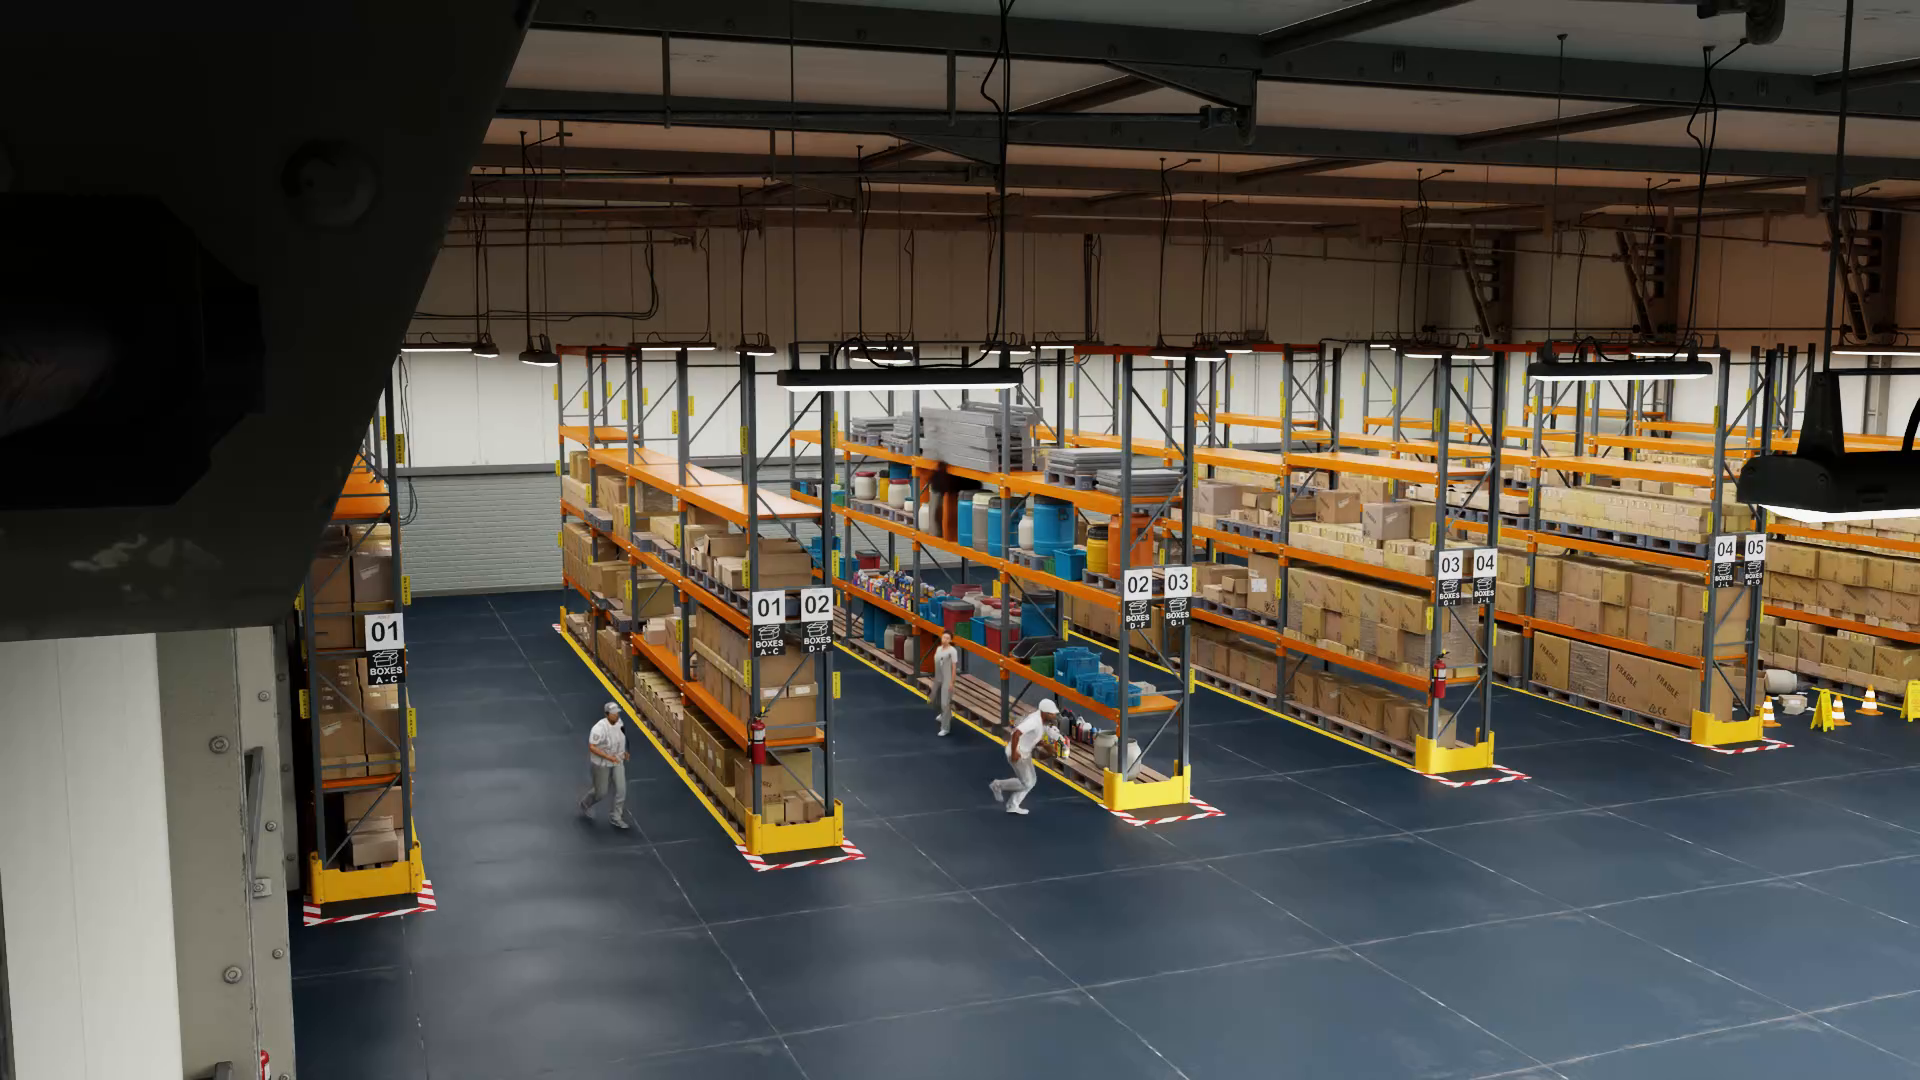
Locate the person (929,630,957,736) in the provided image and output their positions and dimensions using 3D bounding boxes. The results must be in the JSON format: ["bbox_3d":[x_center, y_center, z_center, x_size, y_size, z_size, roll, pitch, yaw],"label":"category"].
[{"bbox_3d":[-0.247,2.199,26.106,0.655,1.658,0.612,6,10,41],"label":"person"}]

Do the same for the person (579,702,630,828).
[{"bbox_3d":[-4.548,2.847,21.254,0.780,1.629,0.598,7,10,42],"label":"person"}]

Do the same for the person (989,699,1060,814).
[{"bbox_3d":[0.834,2.826,21.643,0.943,1.566,0.723,2,8,18],"label":"person"}]
